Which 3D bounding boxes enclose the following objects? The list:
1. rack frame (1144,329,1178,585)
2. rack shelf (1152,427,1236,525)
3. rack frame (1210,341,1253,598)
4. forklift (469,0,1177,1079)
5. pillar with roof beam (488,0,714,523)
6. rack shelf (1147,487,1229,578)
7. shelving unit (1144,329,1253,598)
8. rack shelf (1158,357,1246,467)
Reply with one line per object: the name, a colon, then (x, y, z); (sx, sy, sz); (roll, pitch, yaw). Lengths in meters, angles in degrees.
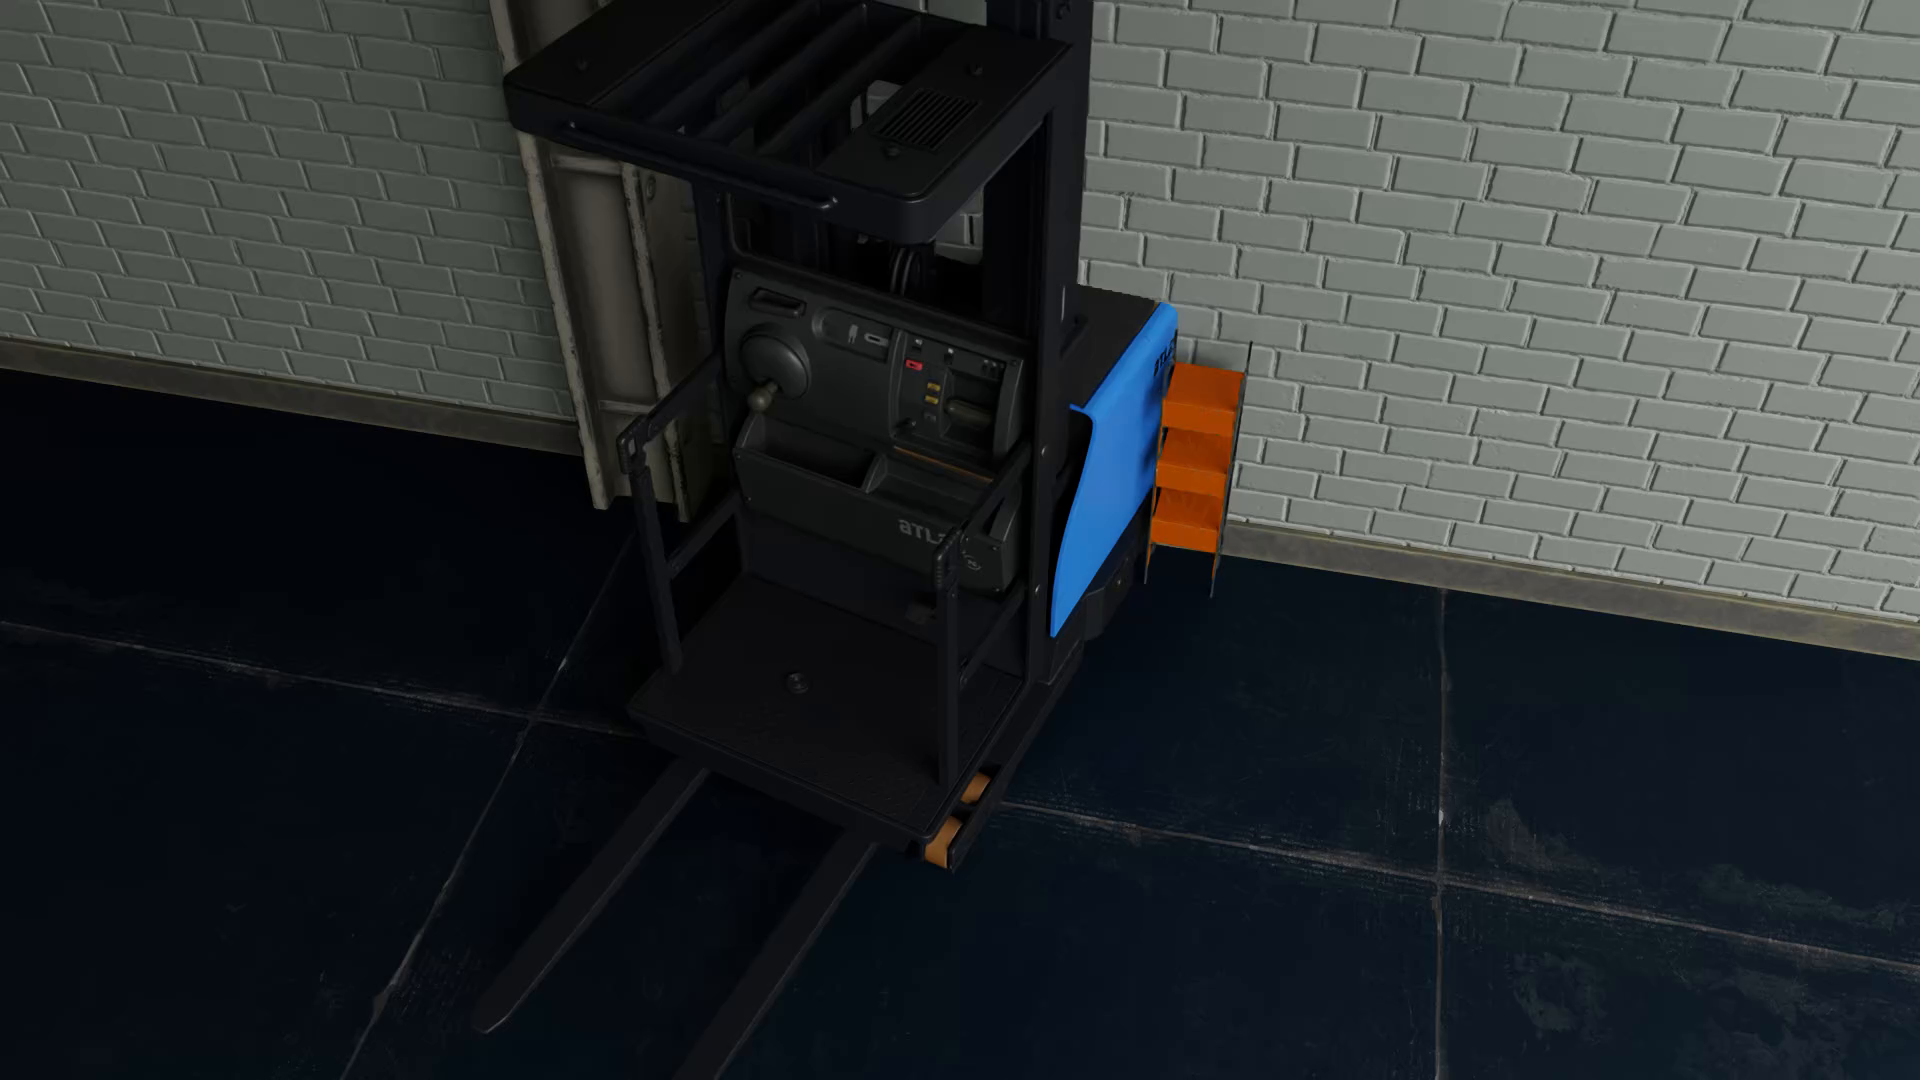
rack frame: (0.692, -0.264, 5.758); (0.008, 1.050, 0.200); (11, 49, 11)
rack shelf: (0.810, -0.234, 5.742); (0.240, 0.259, 0.215); (11, 49, 11)
rack frame: (0.927, -0.219, 5.711); (0.008, 1.050, 0.200); (11, 49, 11)
forklift: (-0.353, -0.394, 4.546); (1.130, 2.935, 3.031); (20, 47, 19)
pillar with roof beam: (-2.122, -0.527, 0.309); (0.400, 9.000, 9.100); (9, 45, 9)
rack shelf: (0.815, -0.046, 5.946); (0.240, 0.259, 0.215); (11, 49, 11)
shelving unit: (0.810, -0.241, 5.734); (0.252, 1.050, 0.215); (11, 49, 11)
rack shelf: (0.805, -0.426, 5.533); (0.240, 0.259, 0.215); (11, 49, 11)
